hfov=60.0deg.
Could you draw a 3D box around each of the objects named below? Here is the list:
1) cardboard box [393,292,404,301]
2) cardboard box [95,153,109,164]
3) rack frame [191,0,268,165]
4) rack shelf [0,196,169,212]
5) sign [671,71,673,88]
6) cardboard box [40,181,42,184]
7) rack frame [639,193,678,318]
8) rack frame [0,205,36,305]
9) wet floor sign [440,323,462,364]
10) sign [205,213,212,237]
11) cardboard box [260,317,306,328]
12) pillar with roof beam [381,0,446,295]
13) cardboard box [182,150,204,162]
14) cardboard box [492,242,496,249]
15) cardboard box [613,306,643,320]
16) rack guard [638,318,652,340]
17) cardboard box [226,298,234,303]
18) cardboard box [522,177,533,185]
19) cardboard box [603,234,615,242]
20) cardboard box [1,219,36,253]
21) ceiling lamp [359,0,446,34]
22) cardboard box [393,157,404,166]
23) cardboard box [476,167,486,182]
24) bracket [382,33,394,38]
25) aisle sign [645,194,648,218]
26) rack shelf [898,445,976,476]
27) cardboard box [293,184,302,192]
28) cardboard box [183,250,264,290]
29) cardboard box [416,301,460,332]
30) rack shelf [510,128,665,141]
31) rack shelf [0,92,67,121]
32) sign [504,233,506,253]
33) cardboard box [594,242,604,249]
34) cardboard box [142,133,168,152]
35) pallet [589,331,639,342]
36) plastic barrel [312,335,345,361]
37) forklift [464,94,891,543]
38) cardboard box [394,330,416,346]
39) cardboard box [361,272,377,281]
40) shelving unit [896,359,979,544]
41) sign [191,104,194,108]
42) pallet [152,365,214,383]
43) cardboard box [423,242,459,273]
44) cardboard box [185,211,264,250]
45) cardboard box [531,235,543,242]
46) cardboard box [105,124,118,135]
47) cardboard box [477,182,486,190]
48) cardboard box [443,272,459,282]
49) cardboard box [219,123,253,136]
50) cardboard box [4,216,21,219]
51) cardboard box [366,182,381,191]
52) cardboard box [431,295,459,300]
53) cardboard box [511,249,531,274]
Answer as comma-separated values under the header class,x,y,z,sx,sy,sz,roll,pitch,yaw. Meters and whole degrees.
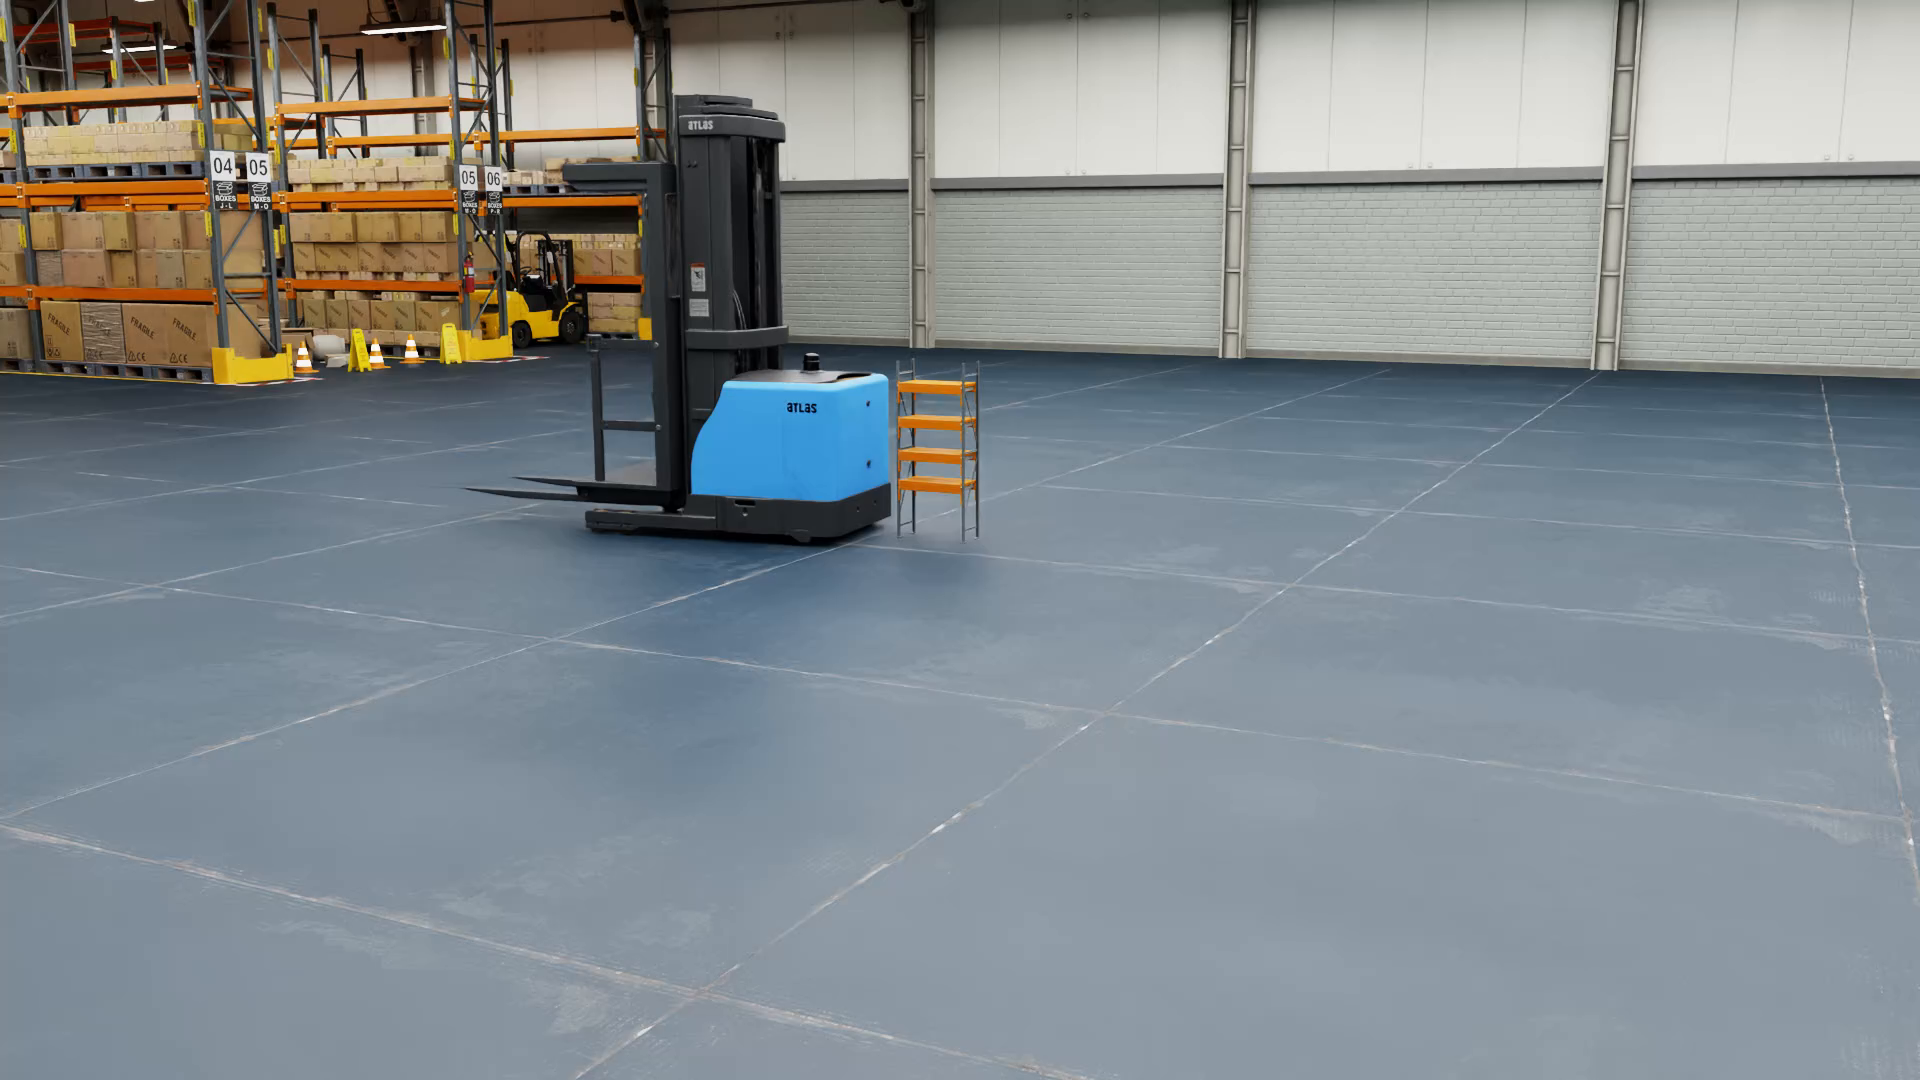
class,x,y,z,sx,sy,sz,roll,pitch,yaw
cardboard box,-9.468,-4.167,28.449,0.250,0.149,0.380,5,12,27
cardboard box,-12.198,-5.488,23.952,0.250,0.149,0.380,5,11,27
rack frame,-10.151,-6.719,23.088,0.127,3.000,1.000,5,11,26
rack shelf,-17.019,-6.476,32.185,4.000,0.370,1.077,5,11,26
sign,-5.607,-8.936,32.272,0.005,0.325,0.100,5,11,26
cardboard box,-17.833,-6.923,32.116,0.250,0.166,0.380,4,11,22
rack frame,-5.858,-5.359,32.416,0.127,3.000,1.000,5,11,26
rack frame,-18.813,-5.511,33.259,0.127,3.000,1.000,5,11,26
wet floor sign,-8.354,-3.221,27.217,0.267,0.644,0.232,-10,14,-43
sign,-10.403,-4.368,23.025,0.005,0.325,0.100,5,11,26
cardboard box,-12.110,-3.835,30.199,0.625,0.372,0.950,5,11,27
pillar with roof beam,-13.369,-8.295,31.794,0.548,9.000,9.100,5,11,26
cardboard box,-10.599,-5.347,23.177,0.250,0.149,0.380,5,11,26
cardboard box,-9.276,-5.975,33.720,0.250,0.149,0.380,5,11,25
cardboard box,-6.433,-4.447,32.515,0.500,0.250,0.500,5,11,25
rack guard,-5.837,-4.127,32.628,0.348,0.500,1.175,5,11,26
cardboard box,-16.285,-5.207,37.417,0.500,0.500,0.500,6,12,28
cardboard box,-8.488,-7.138,33.069,0.250,0.149,0.380,5,12,28
cardboard box,-6.754,-5.899,32.463,0.250,0.149,0.380,5,12,27
cardboard box,-14.186,-4.662,25.477,0.500,0.500,0.700,5,11,25
ceiling lamp,-10.294,-11.136,31.104,2.000,3.185,0.800,5,11,26
cardboard box,-9.357,-6.382,28.115,0.250,0.149,0.380,5,11,26
cardboard box,-8.384,-6.196,28.208,0.500,0.250,0.500,5,11,25
bracket,-11.994,-10.730,35.140,0.430,0.232,0.235,5,11,26
aisle sign,-5.929,-6.586,31.897,0.004,0.787,0.394,5,11,26
rack shelf,-0.148,-0.537,11.207,0.480,0.148,0.258,5,11,26
cardboard box,-11.465,-6.169,29.176,0.250,0.149,0.380,5,11,25
cardboard box,-10.504,-3.863,23.731,0.550,0.550,0.875,5,11,26
cardboard box,-8.885,-3.810,28.294,0.500,0.500,0.500,5,11,26
rack shelf,-7.652,-8.014,32.835,3.809,0.124,0.919,5,11,26
rack shelf,-15.531,-6.641,25.800,4.000,0.370,1.077,5,11,26
sign,-7.811,-5.078,28.436,0.005,0.325,0.100,5,11,26
cardboard box,-6.958,-5.777,32.623,0.250,0.149,0.380,5,11,25
cardboard box,-11.162,-5.605,23.481,0.500,0.250,0.500,5,11,26
pallet,-6.563,-4.040,32.961,1.213,0.211,1.003,5,11,26
plastic barrel,-10.573,-3.219,27.827,0.512,0.421,0.421,-4,11,-23
forklift,-2.059,-1.561,11.625,3.031,2.935,1.130,4,11,20
cardboard box,-9.356,-3.482,28.589,0.500,0.250,0.500,5,11,26
cardboard box,-10.116,-4.564,28.728,0.250,0.149,0.380,5,11,26
shelving unit,-0.148,-0.603,11.195,0.503,1.200,0.258,5,11,26
sign,-16.876,-9.670,36.546,0.005,0.325,0.100,5,11,26
pallet,-10.902,-2.445,24.150,1.213,0.211,1.003,5,11,26
cardboard box,-8.660,-4.760,27.992,0.500,0.500,0.500,5,11,25
cardboard box,-10.466,-4.408,23.709,0.550,0.550,0.875,5,11,26
cardboard box,-8.353,-6.039,33.235,0.250,0.149,0.380,5,11,25
cardboard box,-11.971,-5.860,23.772,0.250,0.149,0.380,5,11,26
cardboard box,-8.205,-5.996,28.221,0.250,0.149,0.380,5,11,26
cardboard box,-8.481,-4.437,28.031,0.250,0.149,0.380,5,12,28
cardboard box,-10.309,-5.845,23.686,0.250,0.149,0.380,5,11,26
cardboard box,-18.981,-6.438,33.470,0.250,0.149,0.380,5,11,25
cardboard box,-9.892,-6.015,28.328,0.250,0.149,0.380,5,11,25
cardboard box,-10.611,-4.814,34.894,0.625,0.625,0.875,5,11,25
cardboard box,-8.689,-5.608,33.513,0.500,0.500,0.500,5,12,27
